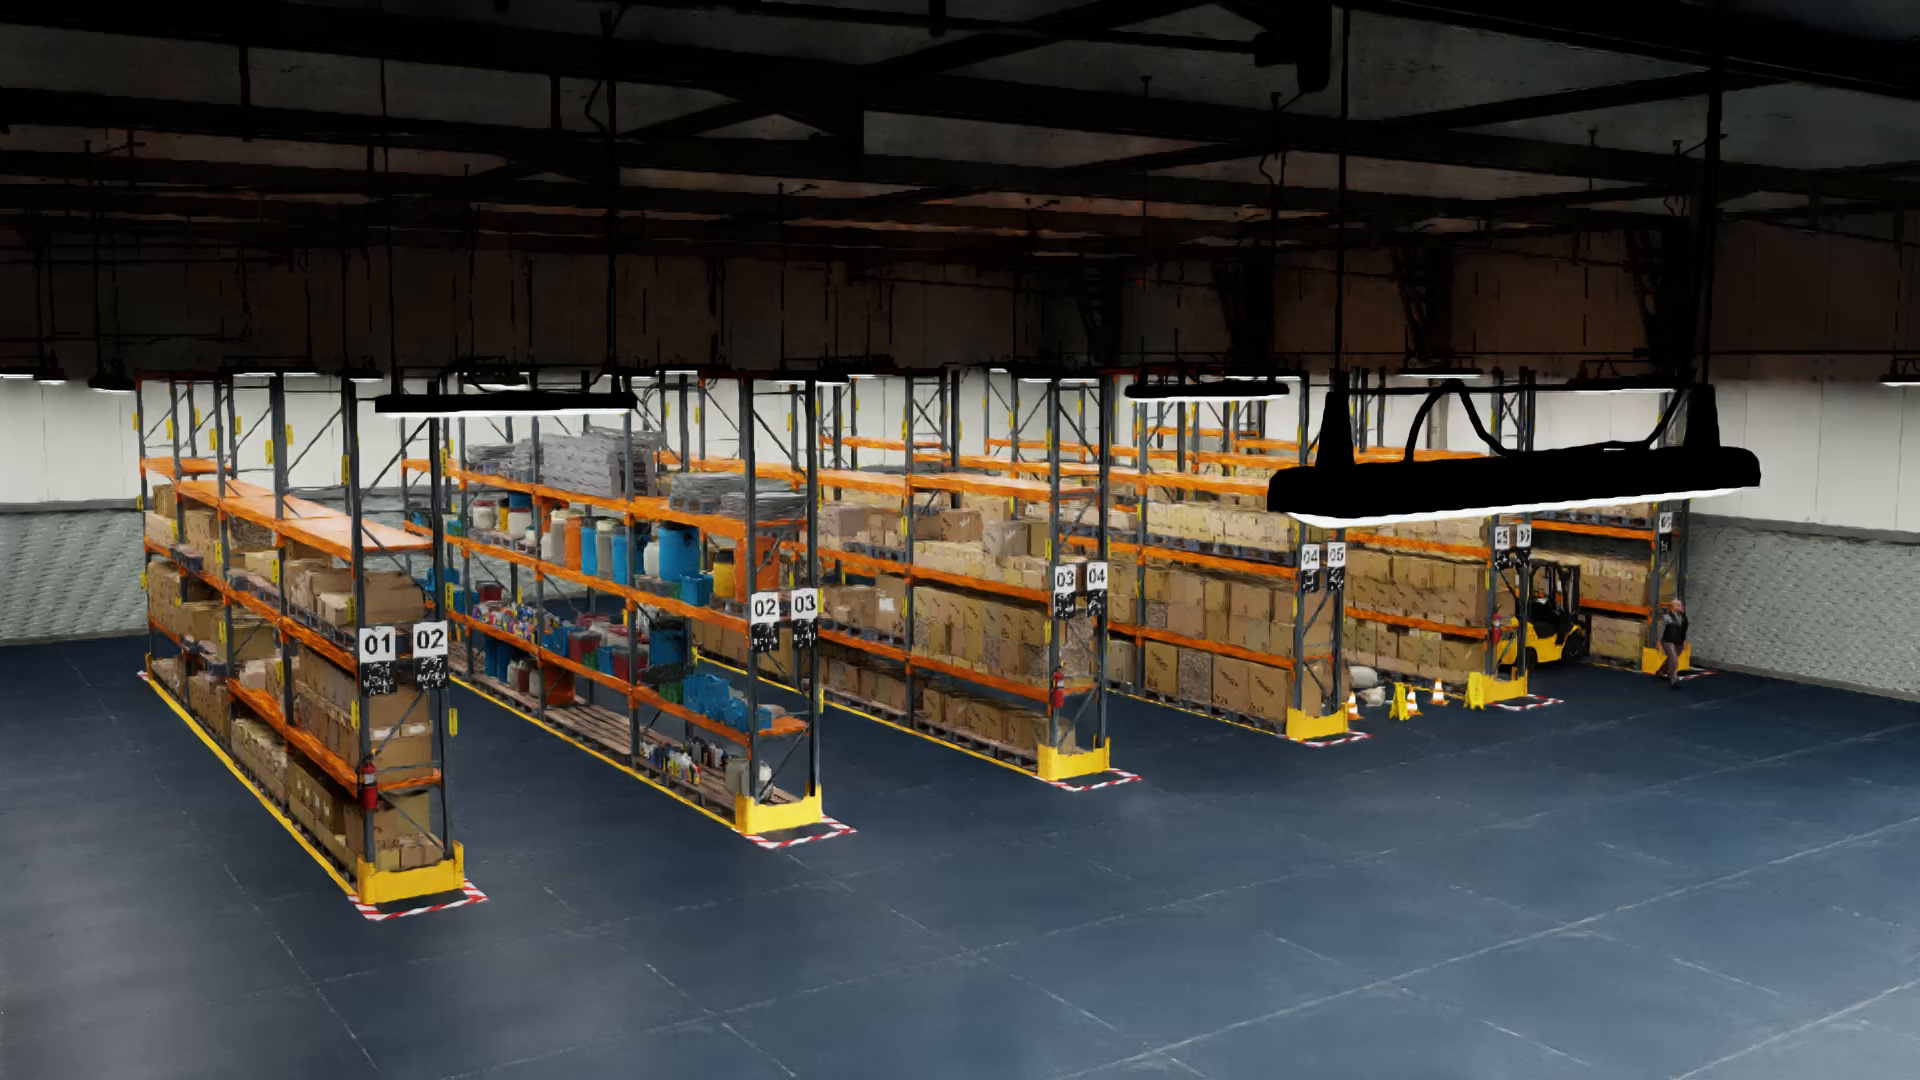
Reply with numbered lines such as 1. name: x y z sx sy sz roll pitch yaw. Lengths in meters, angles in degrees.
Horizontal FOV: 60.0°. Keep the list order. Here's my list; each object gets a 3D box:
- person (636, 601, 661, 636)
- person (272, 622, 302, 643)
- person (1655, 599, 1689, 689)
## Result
1. person: -6.311 1.701 33.884 0.488 1.590 1.079 -5 8 -36
2. person: -14.635 1.450 35.920 0.564 1.653 0.731 0 6 4
3. person: 13.525 1.943 31.536 0.560 1.683 0.926 -2 7 -17
